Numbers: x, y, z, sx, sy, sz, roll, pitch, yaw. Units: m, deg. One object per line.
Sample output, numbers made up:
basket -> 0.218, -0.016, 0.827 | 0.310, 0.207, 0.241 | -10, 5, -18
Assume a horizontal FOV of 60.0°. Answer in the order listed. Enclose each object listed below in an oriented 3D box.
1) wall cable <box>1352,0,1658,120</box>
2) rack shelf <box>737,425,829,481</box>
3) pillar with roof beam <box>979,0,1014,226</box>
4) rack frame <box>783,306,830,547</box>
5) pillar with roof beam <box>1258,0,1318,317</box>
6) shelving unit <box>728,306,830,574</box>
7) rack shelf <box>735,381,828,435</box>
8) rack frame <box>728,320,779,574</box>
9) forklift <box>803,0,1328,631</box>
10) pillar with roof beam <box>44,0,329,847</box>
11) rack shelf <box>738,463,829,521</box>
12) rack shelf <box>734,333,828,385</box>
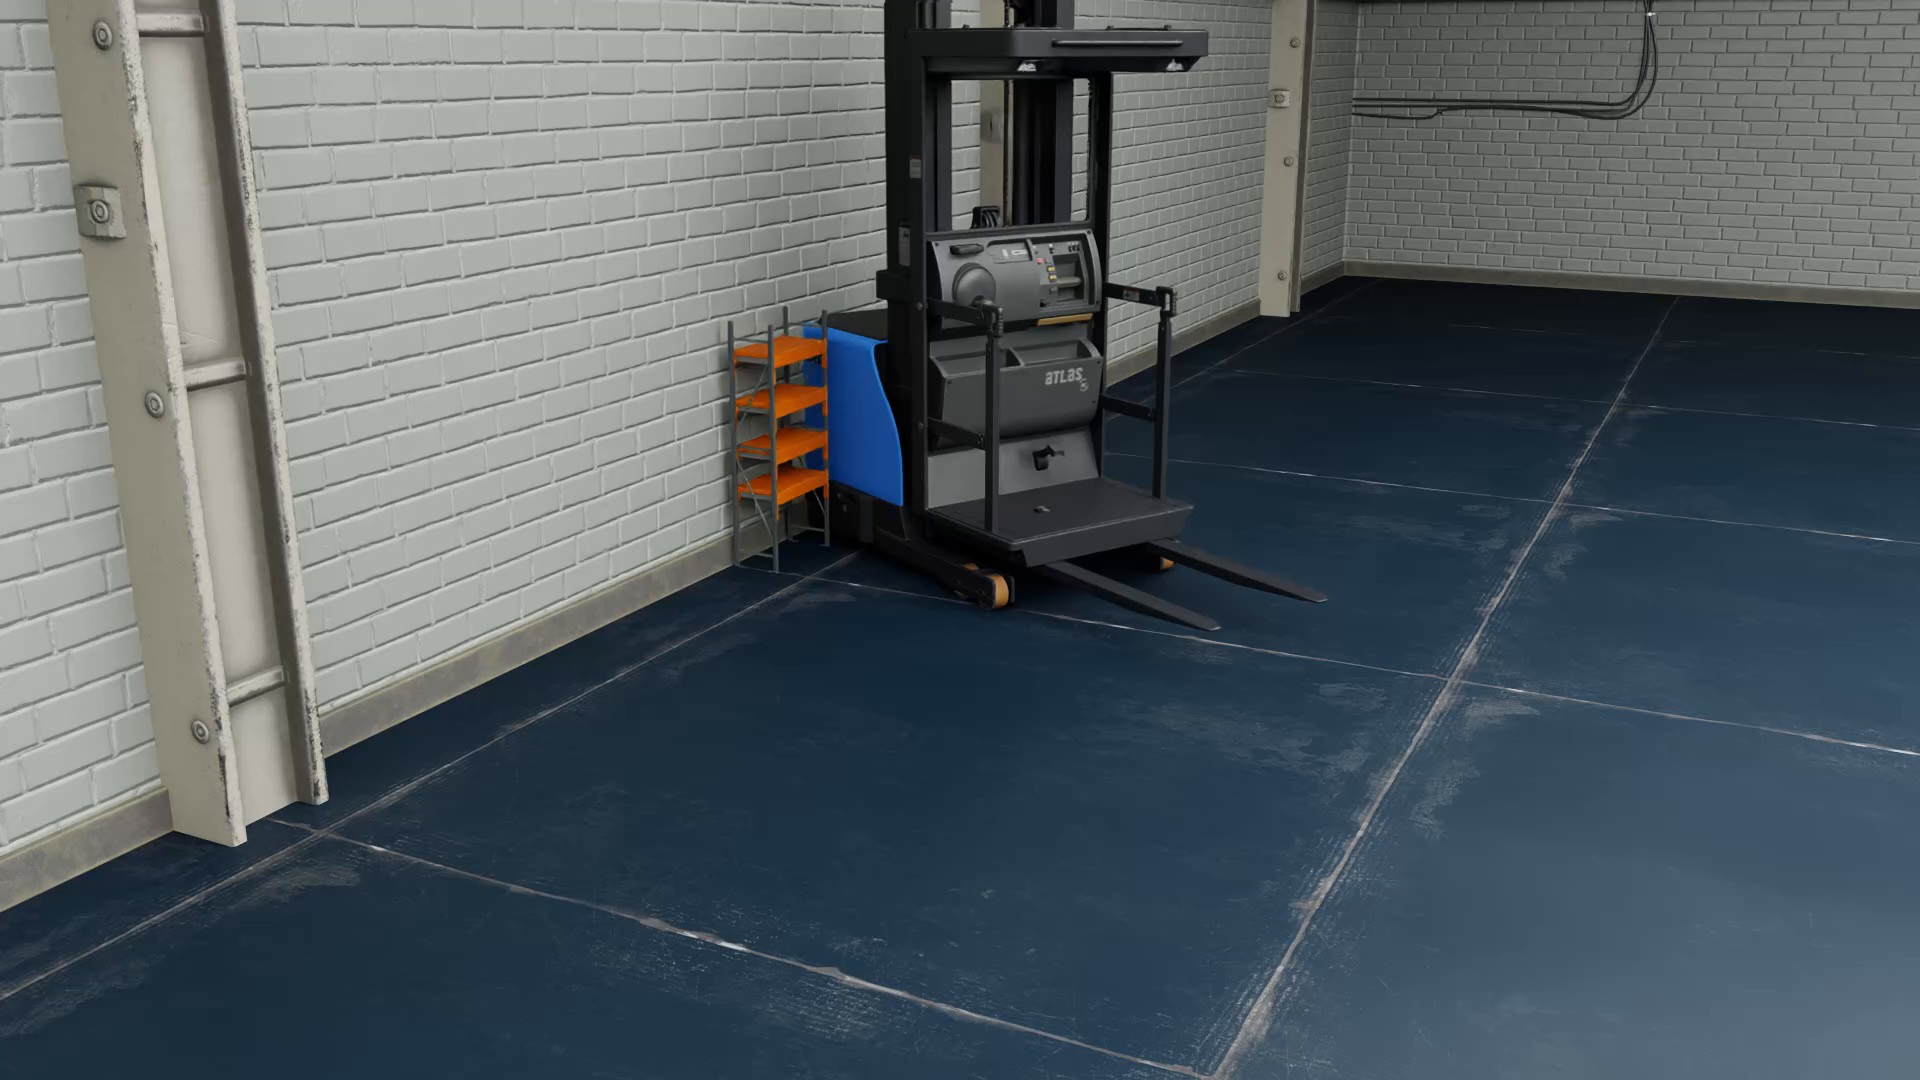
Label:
wall cable -> 5.517, -5.563, 16.902 | 3.097, 2.526, 0.112 | 8, 18, 25
rack shelf -> -0.870, -0.428, 8.087 | 0.258, 0.148, 0.480 | 9, 19, 25
pillar with roof beam -> 4.188, -4.393, 7.511 | 9.100, 9.000, 0.400 | 8, 18, 25
rack frame -> -0.763, -0.555, 8.278 | 0.240, 1.200, 0.015 | 9, 19, 25
pillar with roof beam -> 6.869, -5.922, 12.656 | 9.100, 9.000, 0.400 | 8, 18, 25
shelving unit -> -0.869, -0.492, 8.067 | 0.258, 1.200, 0.503 | 9, 19, 25
rack shelf -> -0.868, -0.642, 8.022 | 0.258, 0.148, 0.480 | 9, 19, 25
rack frame -> -0.976, -0.429, 7.857 | 0.240, 1.200, 0.015 | 9, 19, 25
forklift -> 0.394, -1.244, 7.565 | 1.130, 2.935, 3.031 | -11, 20, -33
pillar with roof beam -> 1.507, -2.865, 2.365 | 9.100, 9.000, 0.400 | 8, 18, 25
rack shelf -> -0.872, -0.238, 8.145 | 0.258, 0.148, 0.480 | 9, 19, 25
rack shelf -> -0.865, -0.868, 7.953 | 0.258, 0.148, 0.480 | 9, 19, 25
